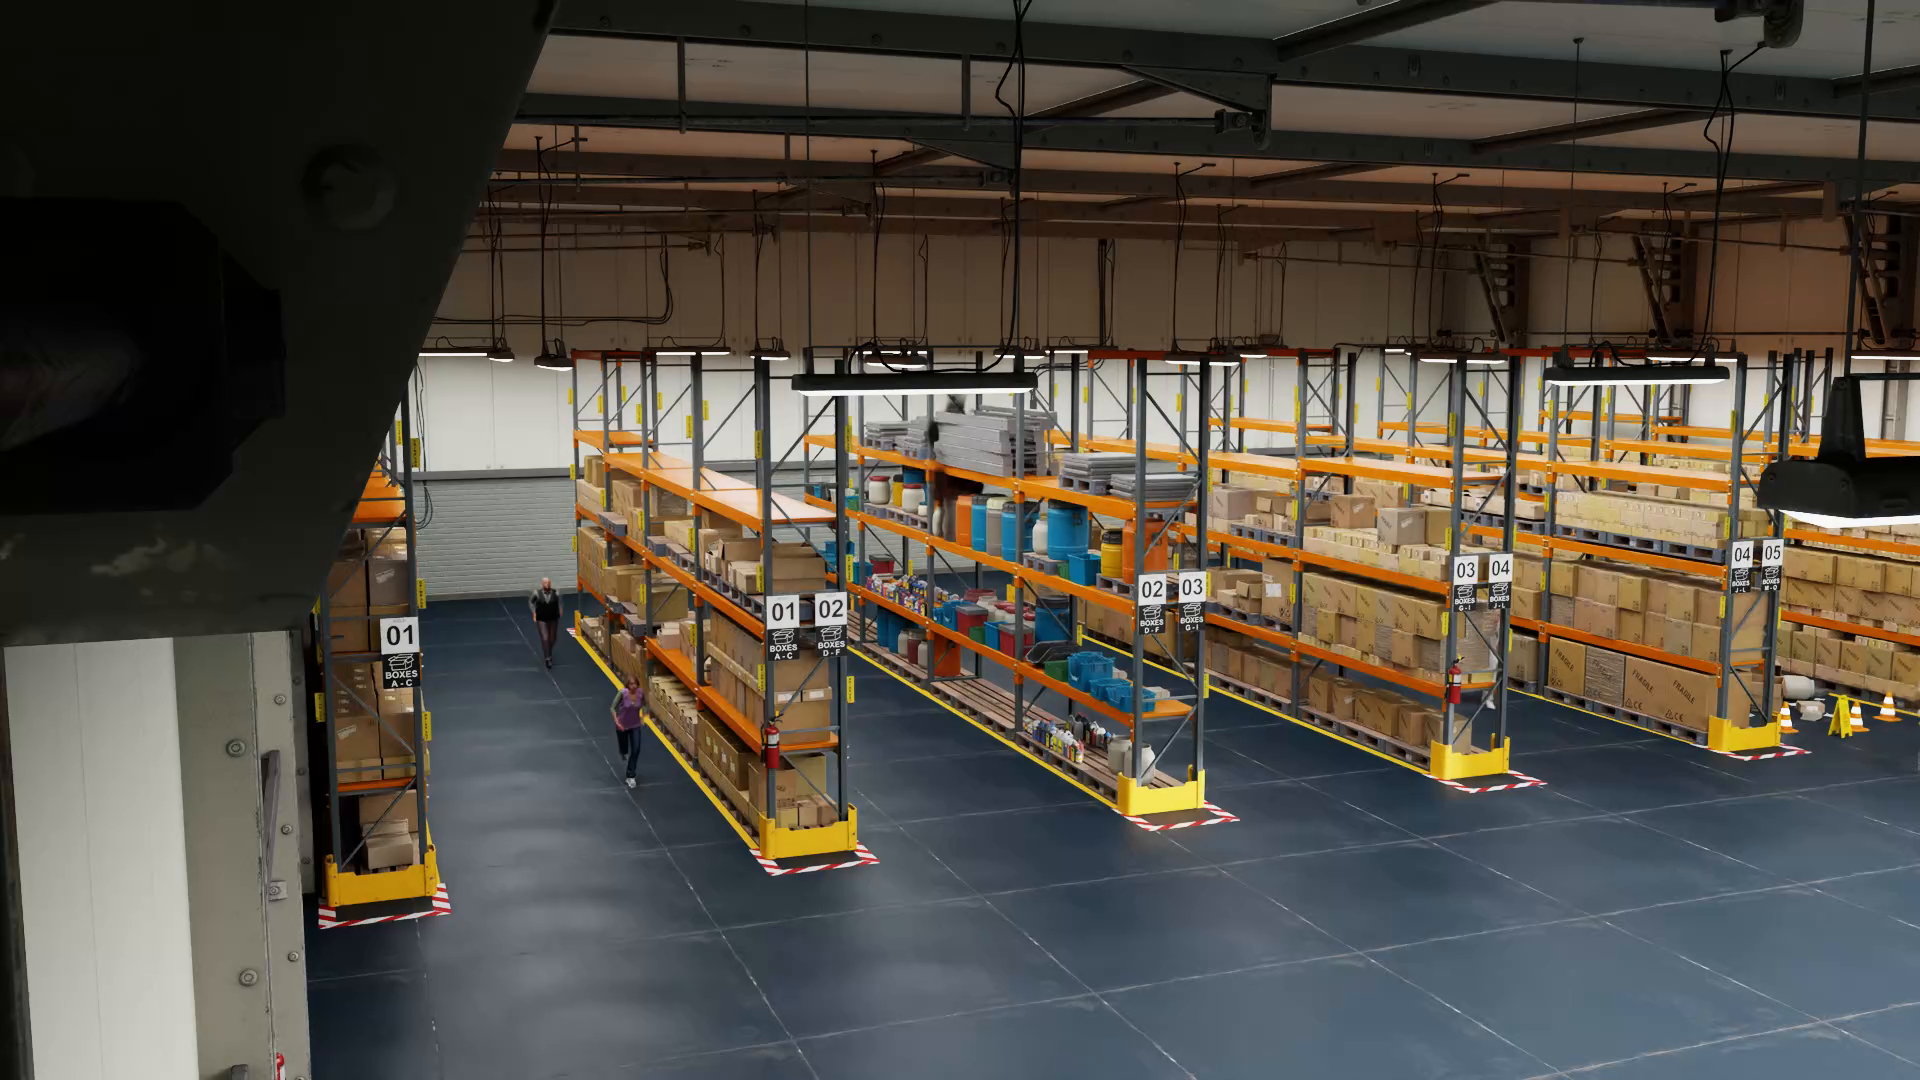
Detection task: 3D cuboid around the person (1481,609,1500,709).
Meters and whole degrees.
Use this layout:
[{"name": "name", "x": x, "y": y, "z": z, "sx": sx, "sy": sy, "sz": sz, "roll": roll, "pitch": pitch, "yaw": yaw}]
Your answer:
[{"name": "person", "x": 8.939, "y": 1.968, "z": 28.507, "sx": 0.722, "sy": 1.739, "sz": 0.974, "roll": -3, "pitch": 8, "yaw": -25}]

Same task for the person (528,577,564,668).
[{"name": "person", "x": -7.917, "y": 1.544, "z": 31.841, "sx": 0.645, "sy": 1.709, "sz": 0.882, "roll": -3, "pitch": 8, "yaw": -23}]

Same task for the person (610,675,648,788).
[{"name": "person", "x": -4.692, "y": 2.656, "z": 23.566, "sx": 0.543, "sy": 1.583, "sz": 0.856, "roll": -3, "pitch": 8, "yaw": -21}]
